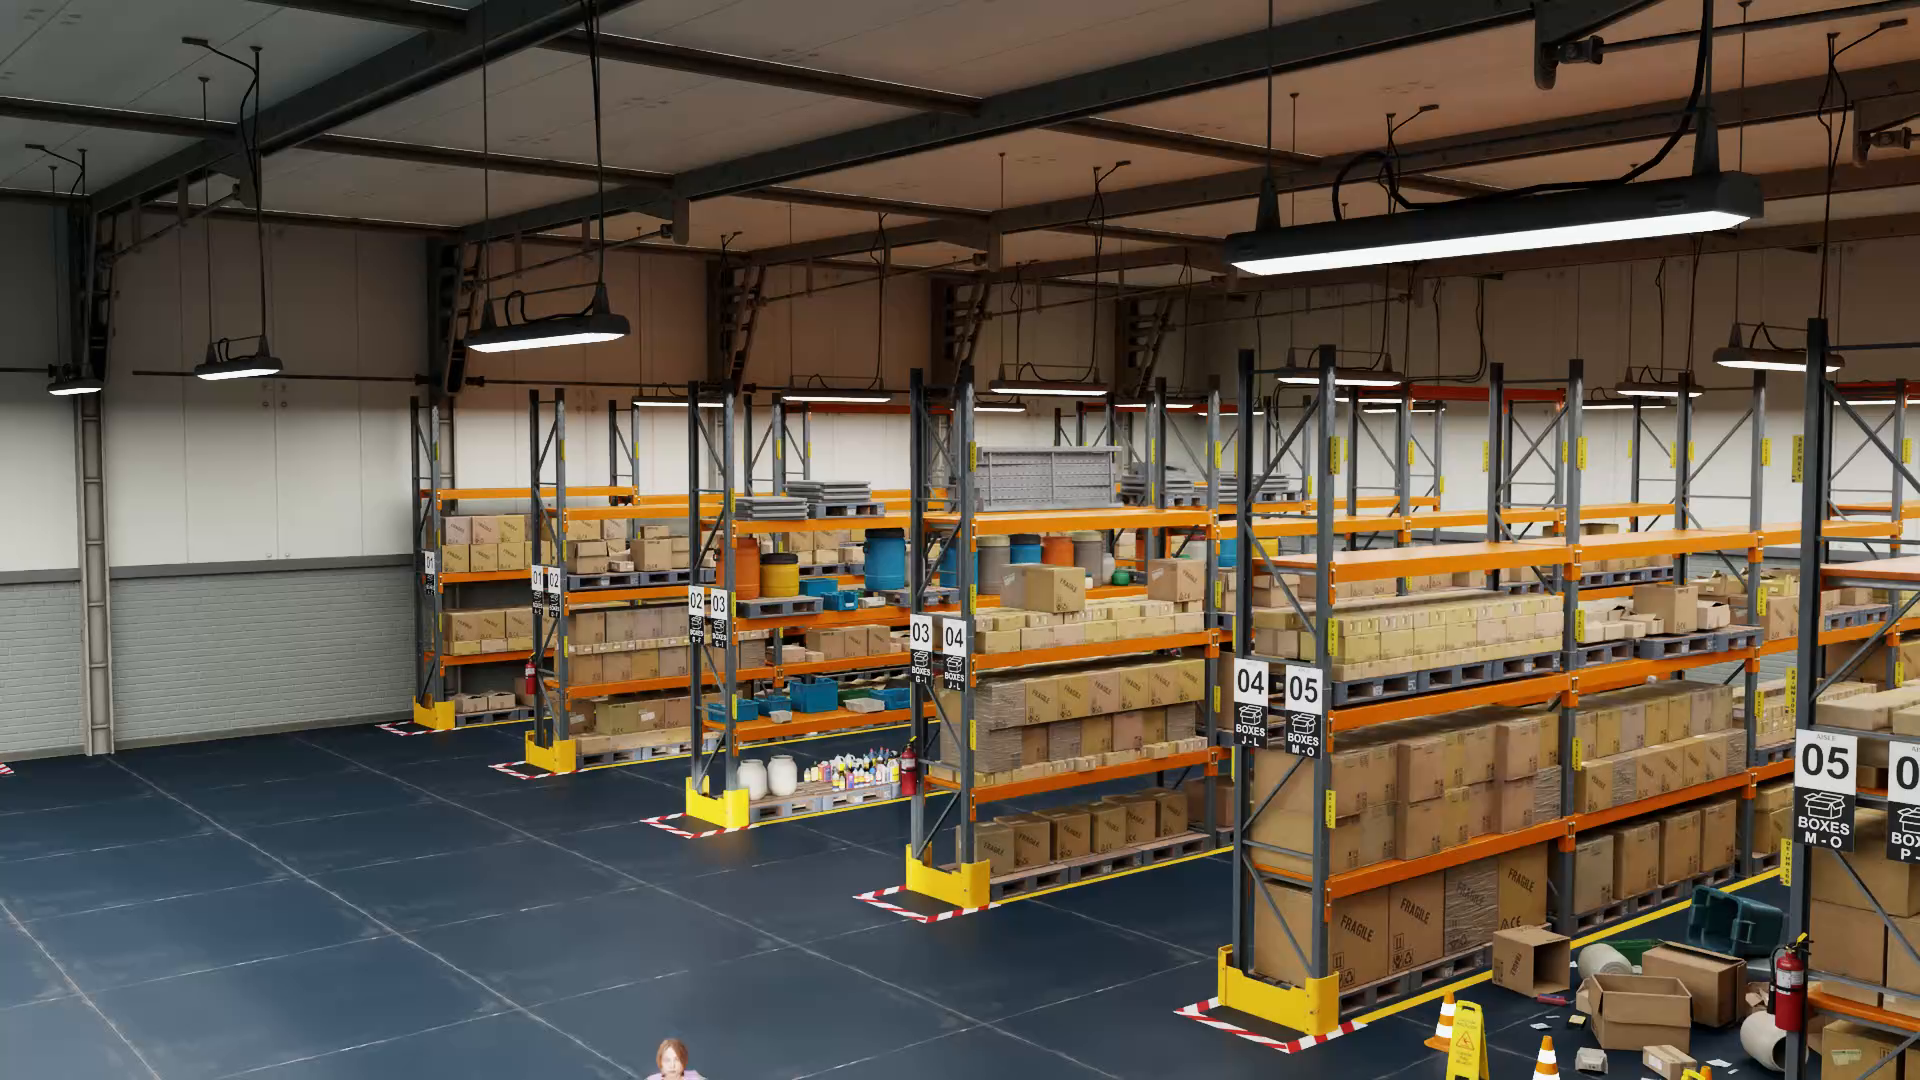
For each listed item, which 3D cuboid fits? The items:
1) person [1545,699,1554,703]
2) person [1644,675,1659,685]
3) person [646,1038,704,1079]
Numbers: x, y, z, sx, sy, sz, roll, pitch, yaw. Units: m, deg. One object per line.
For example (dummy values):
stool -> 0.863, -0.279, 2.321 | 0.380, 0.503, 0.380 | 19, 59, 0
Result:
person -> 8.339, 3.015, 23.458 | 0.593, 1.564, 0.548 | -3, 5, -44
person -> 10.469, 2.849, 25.247 | 0.576, 1.630, 0.723 | 3, 4, 40
person -> -1.731, 3.785, 10.035 | 0.538, 1.564, 0.533 | 0, 3, -5
